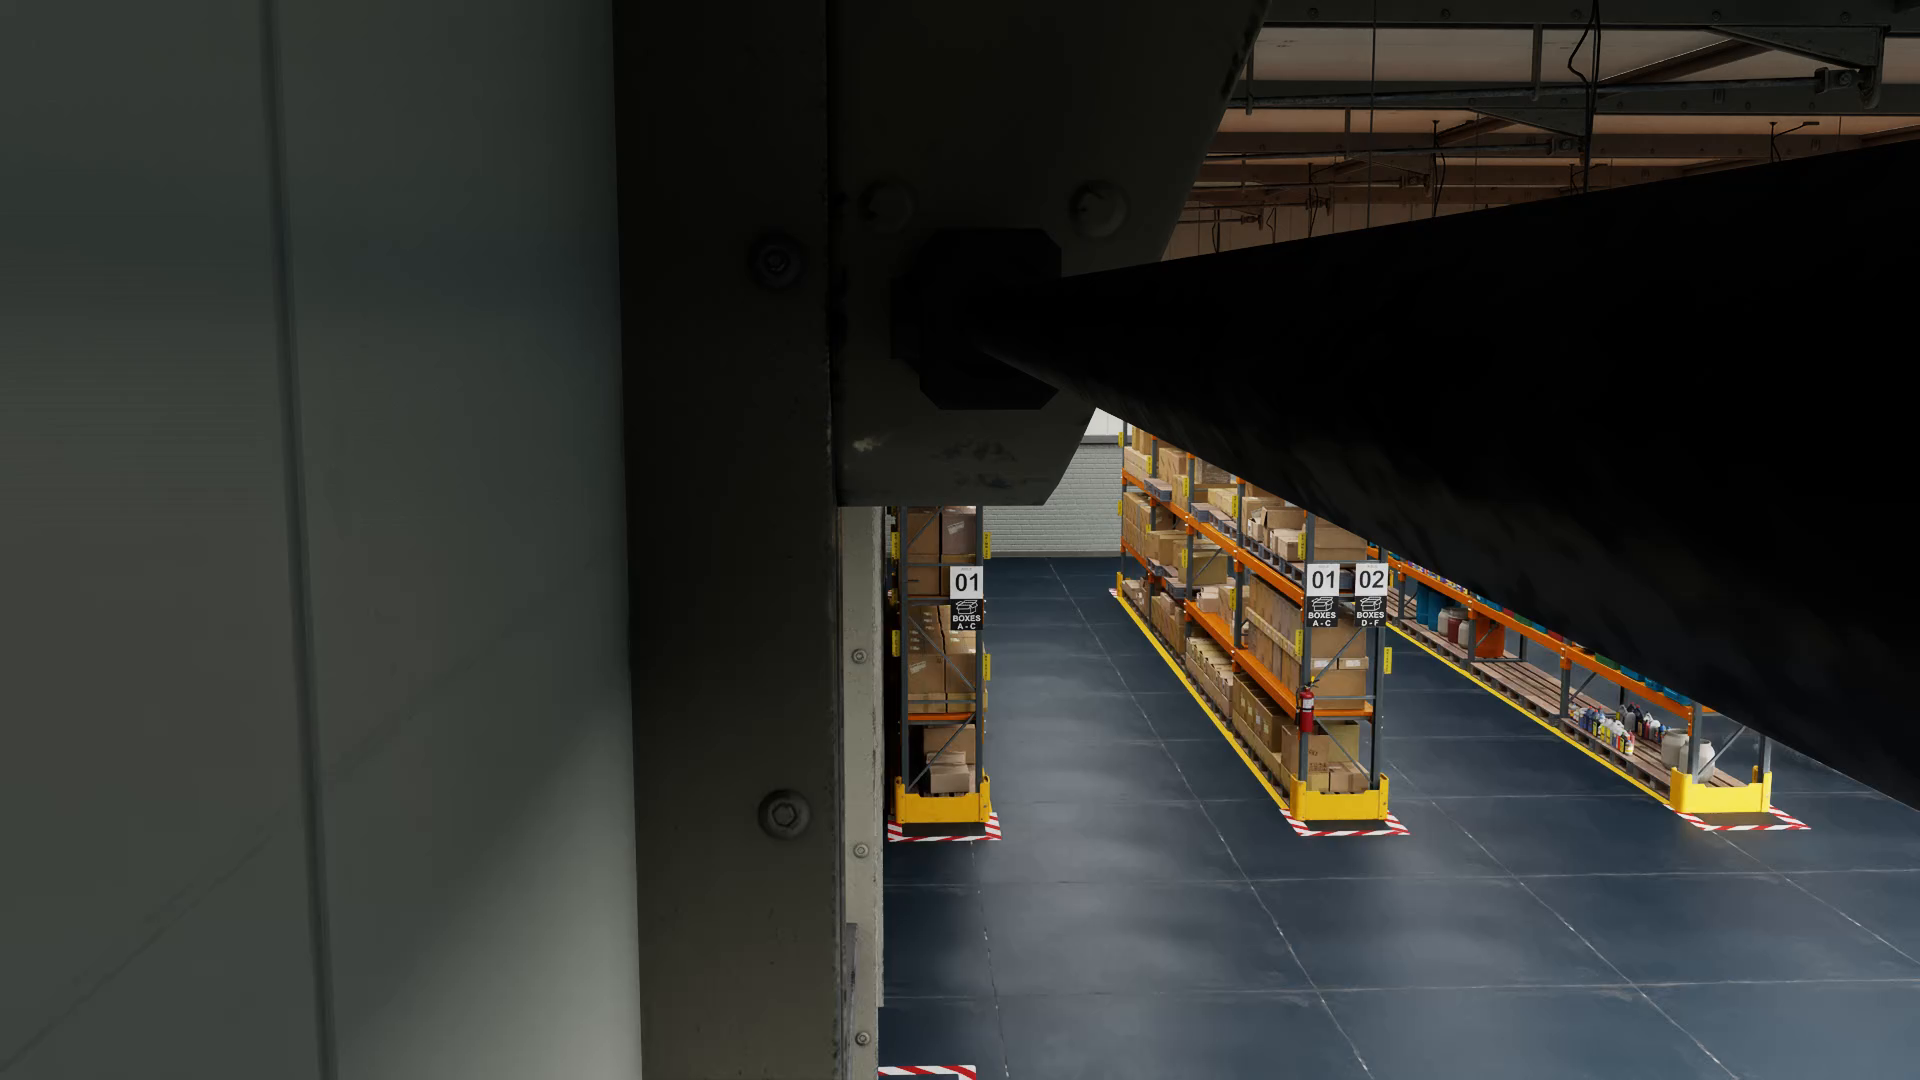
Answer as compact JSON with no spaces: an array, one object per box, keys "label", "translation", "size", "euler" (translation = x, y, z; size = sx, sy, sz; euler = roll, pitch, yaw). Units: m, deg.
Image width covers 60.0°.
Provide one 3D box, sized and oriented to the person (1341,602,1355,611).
[{"label":"person","translation":[6.975,1.293,29.728],"size":[0.682,1.733,0.617],"euler":[-2,8,-11]}]
